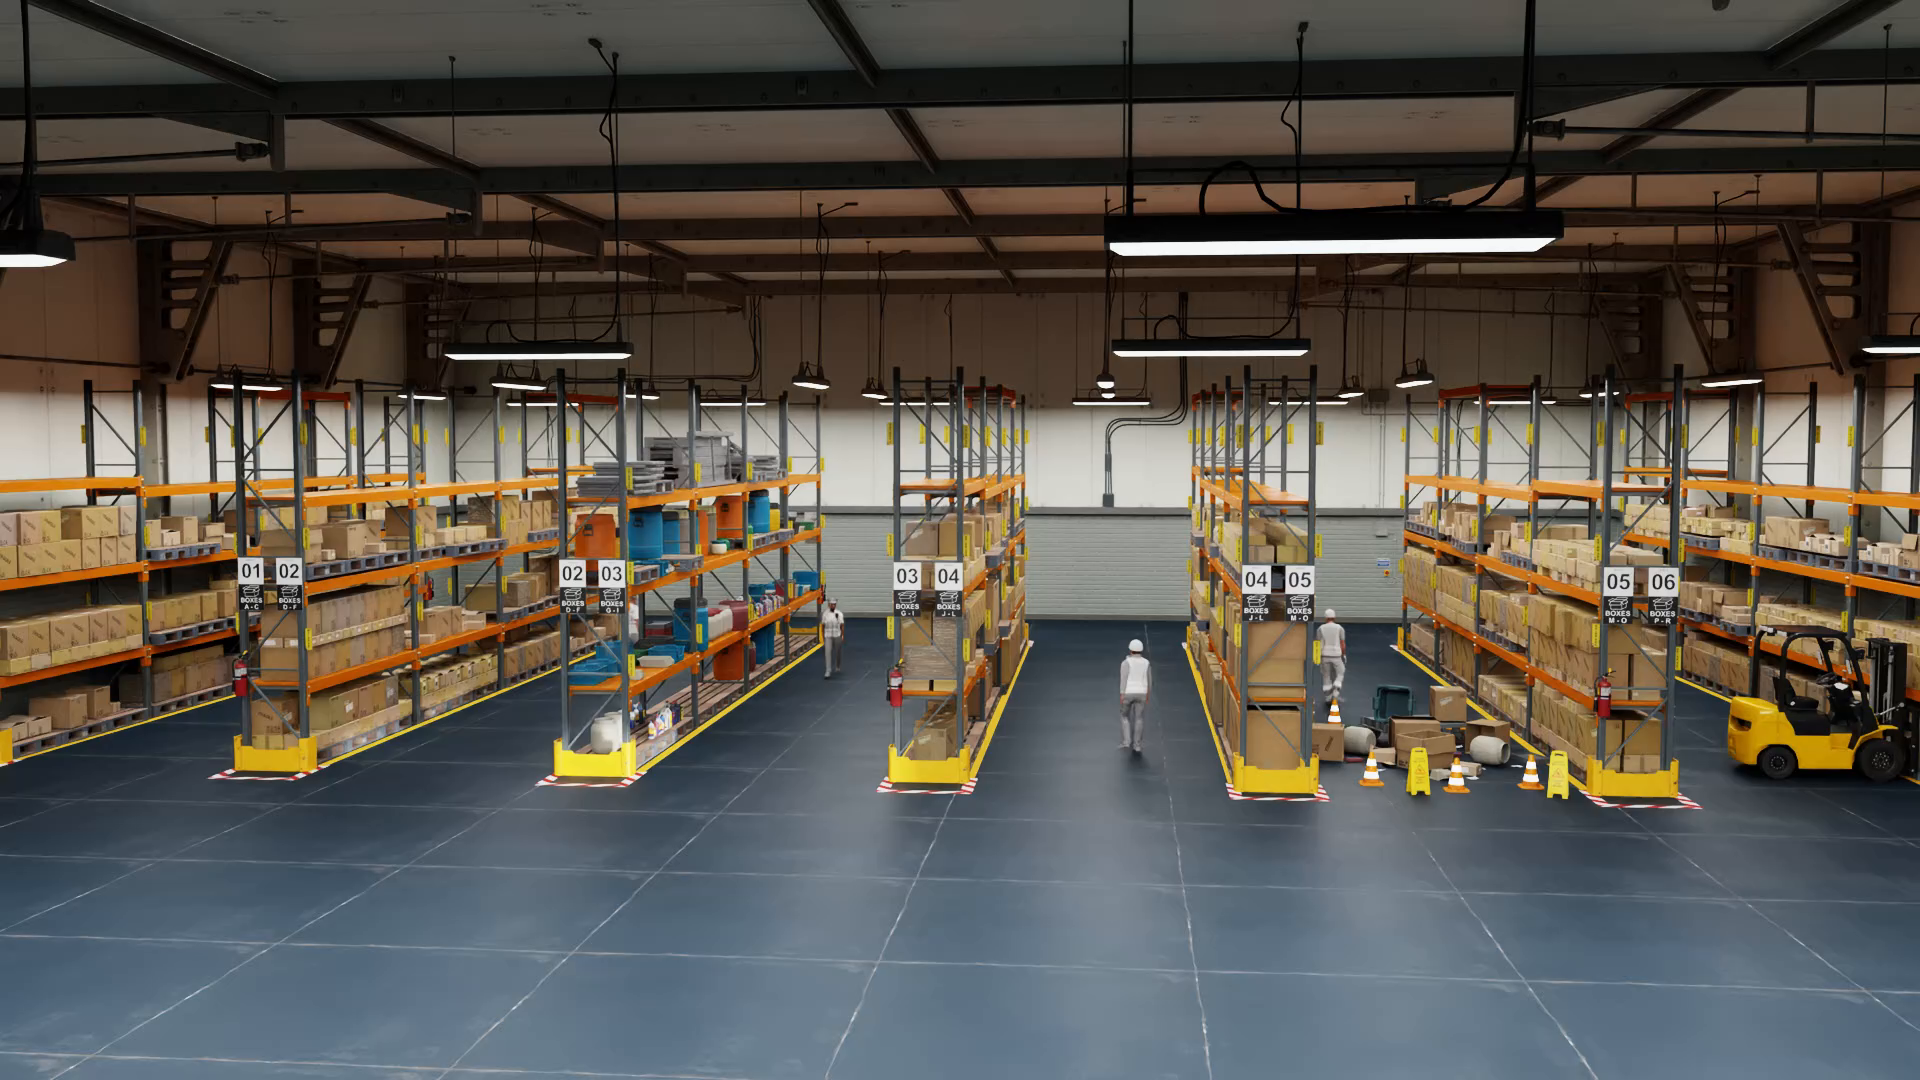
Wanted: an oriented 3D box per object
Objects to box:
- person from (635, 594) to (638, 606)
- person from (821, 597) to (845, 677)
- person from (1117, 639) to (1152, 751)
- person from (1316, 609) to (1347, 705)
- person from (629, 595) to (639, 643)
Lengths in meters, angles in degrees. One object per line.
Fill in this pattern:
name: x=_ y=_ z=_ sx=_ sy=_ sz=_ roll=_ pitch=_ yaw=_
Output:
person: x=-8.397 y=1.514 z=42.581 sx=0.487 sy=1.651 sz=0.524 roll=-3 pitch=5 yaw=-41
person: x=-2.651 y=2.007 z=34.758 sx=0.517 sy=1.632 sz=1.033 roll=0 pitch=4 yaw=3
person: x=2.804 y=2.494 z=26.515 sx=0.544 sy=1.814 sz=0.624 roll=0 pitch=4 yaw=-4
person: x=6.931 y=2.186 z=31.063 sx=0.567 sy=1.788 sz=0.550 roll=1 pitch=4 yaw=14
person: x=-6.868 y=1.966 z=34.711 sx=0.584 sy=1.754 sz=0.533 roll=2 pitch=4 yaw=28
